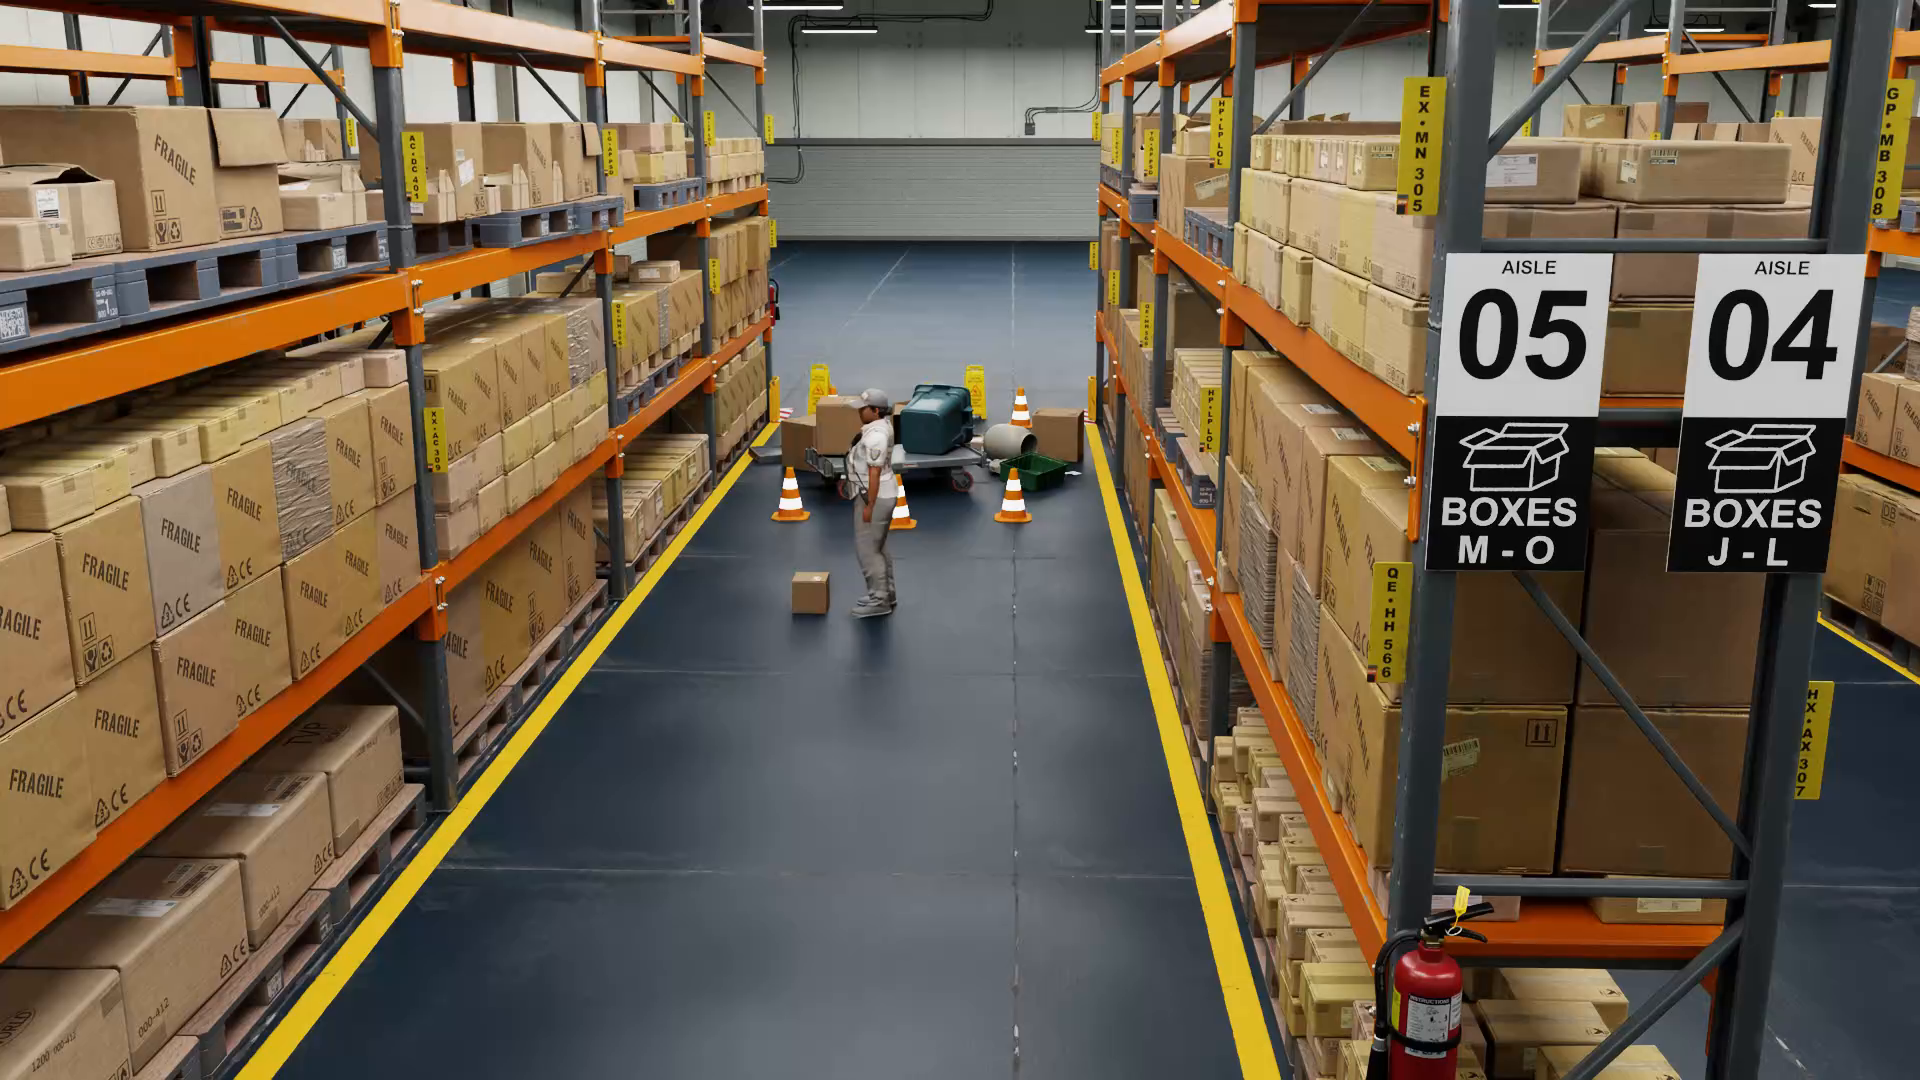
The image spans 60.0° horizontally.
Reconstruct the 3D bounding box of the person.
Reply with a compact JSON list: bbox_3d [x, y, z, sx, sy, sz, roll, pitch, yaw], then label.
[{"bbox_3d":[7.898,-7.212,30.918,15.528,6.004,41.037,1,14,3],"label":"person"}]
